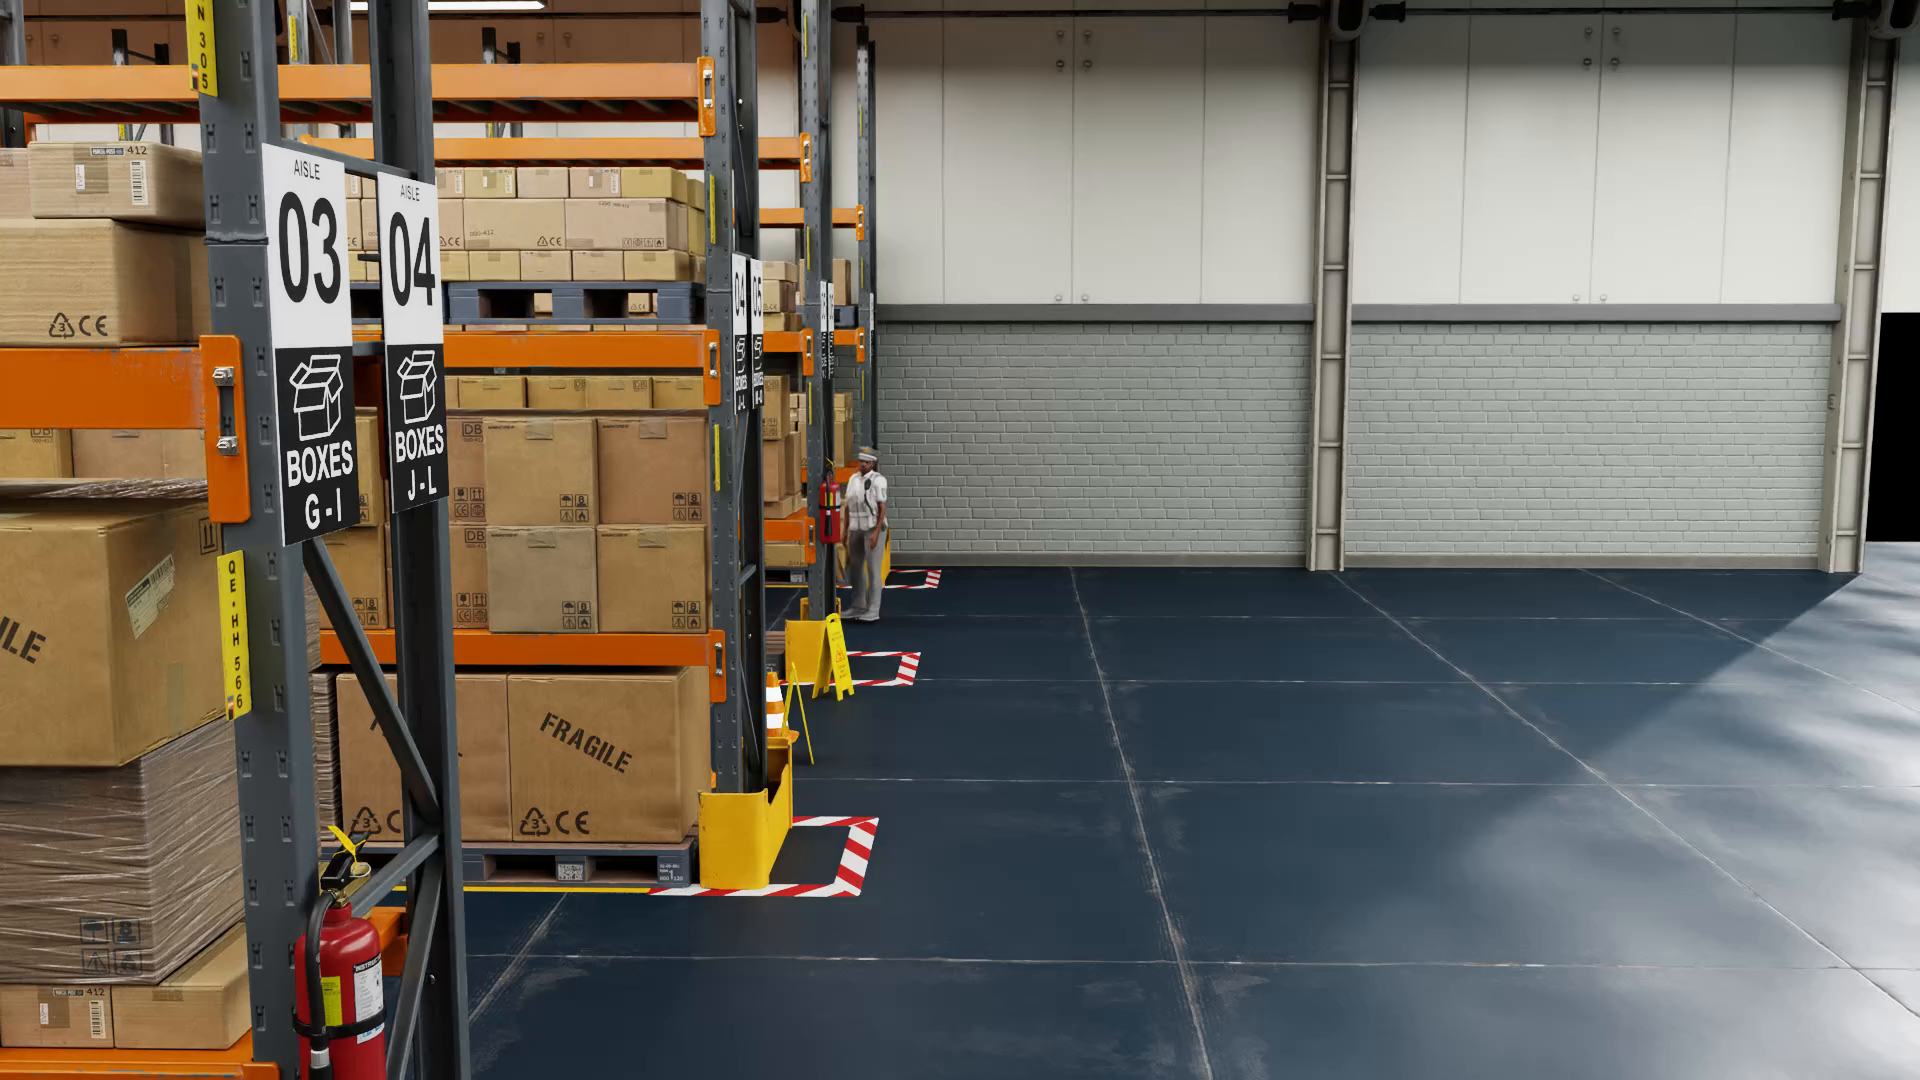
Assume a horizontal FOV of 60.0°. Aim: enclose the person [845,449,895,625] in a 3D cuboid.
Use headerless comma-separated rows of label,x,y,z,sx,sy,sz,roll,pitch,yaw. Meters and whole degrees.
person,-0.868,-0.045,15.973,0.517,1.671,0.471,1,7,11
